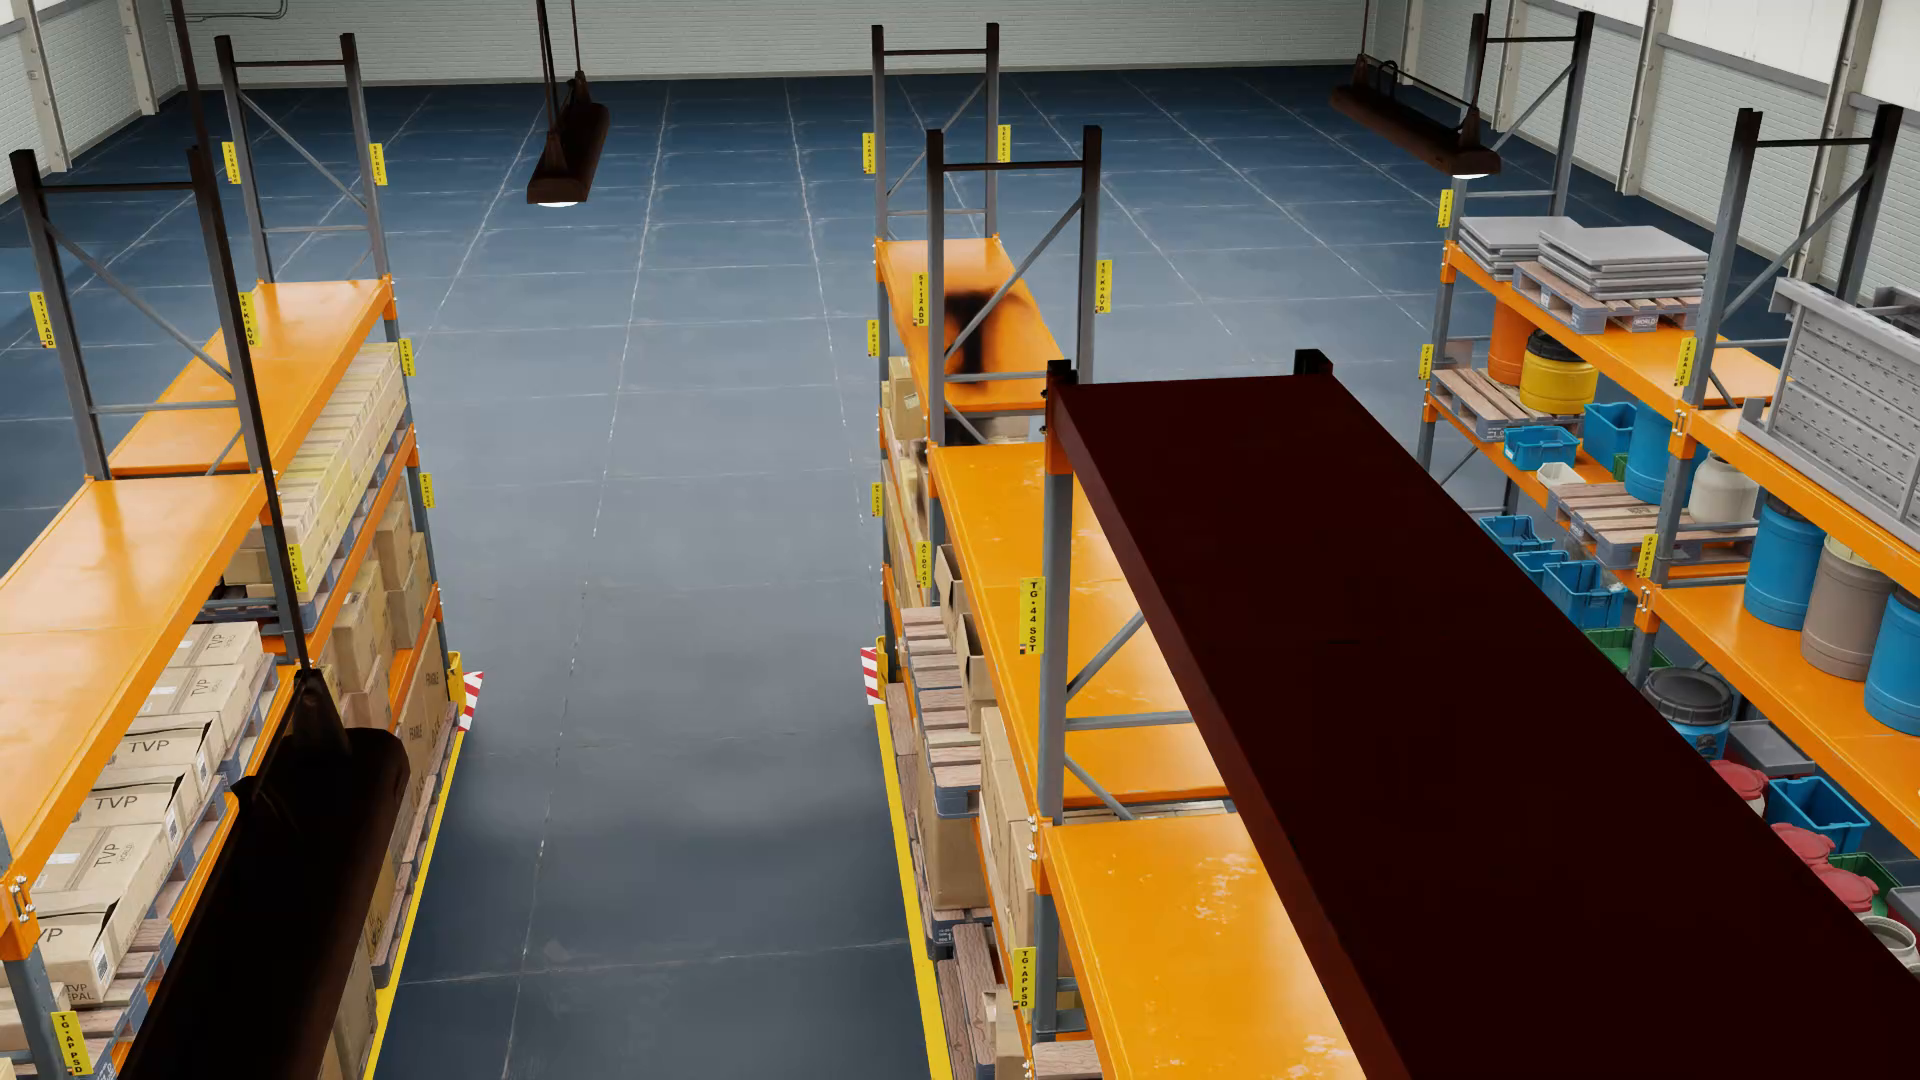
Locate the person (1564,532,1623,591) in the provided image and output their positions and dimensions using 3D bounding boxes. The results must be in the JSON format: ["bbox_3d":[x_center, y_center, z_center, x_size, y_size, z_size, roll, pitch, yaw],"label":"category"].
[{"bbox_3d":[6.553,-0.229,17.218,0.804,1.529,0.600,2,26,5],"label":"person"}]
